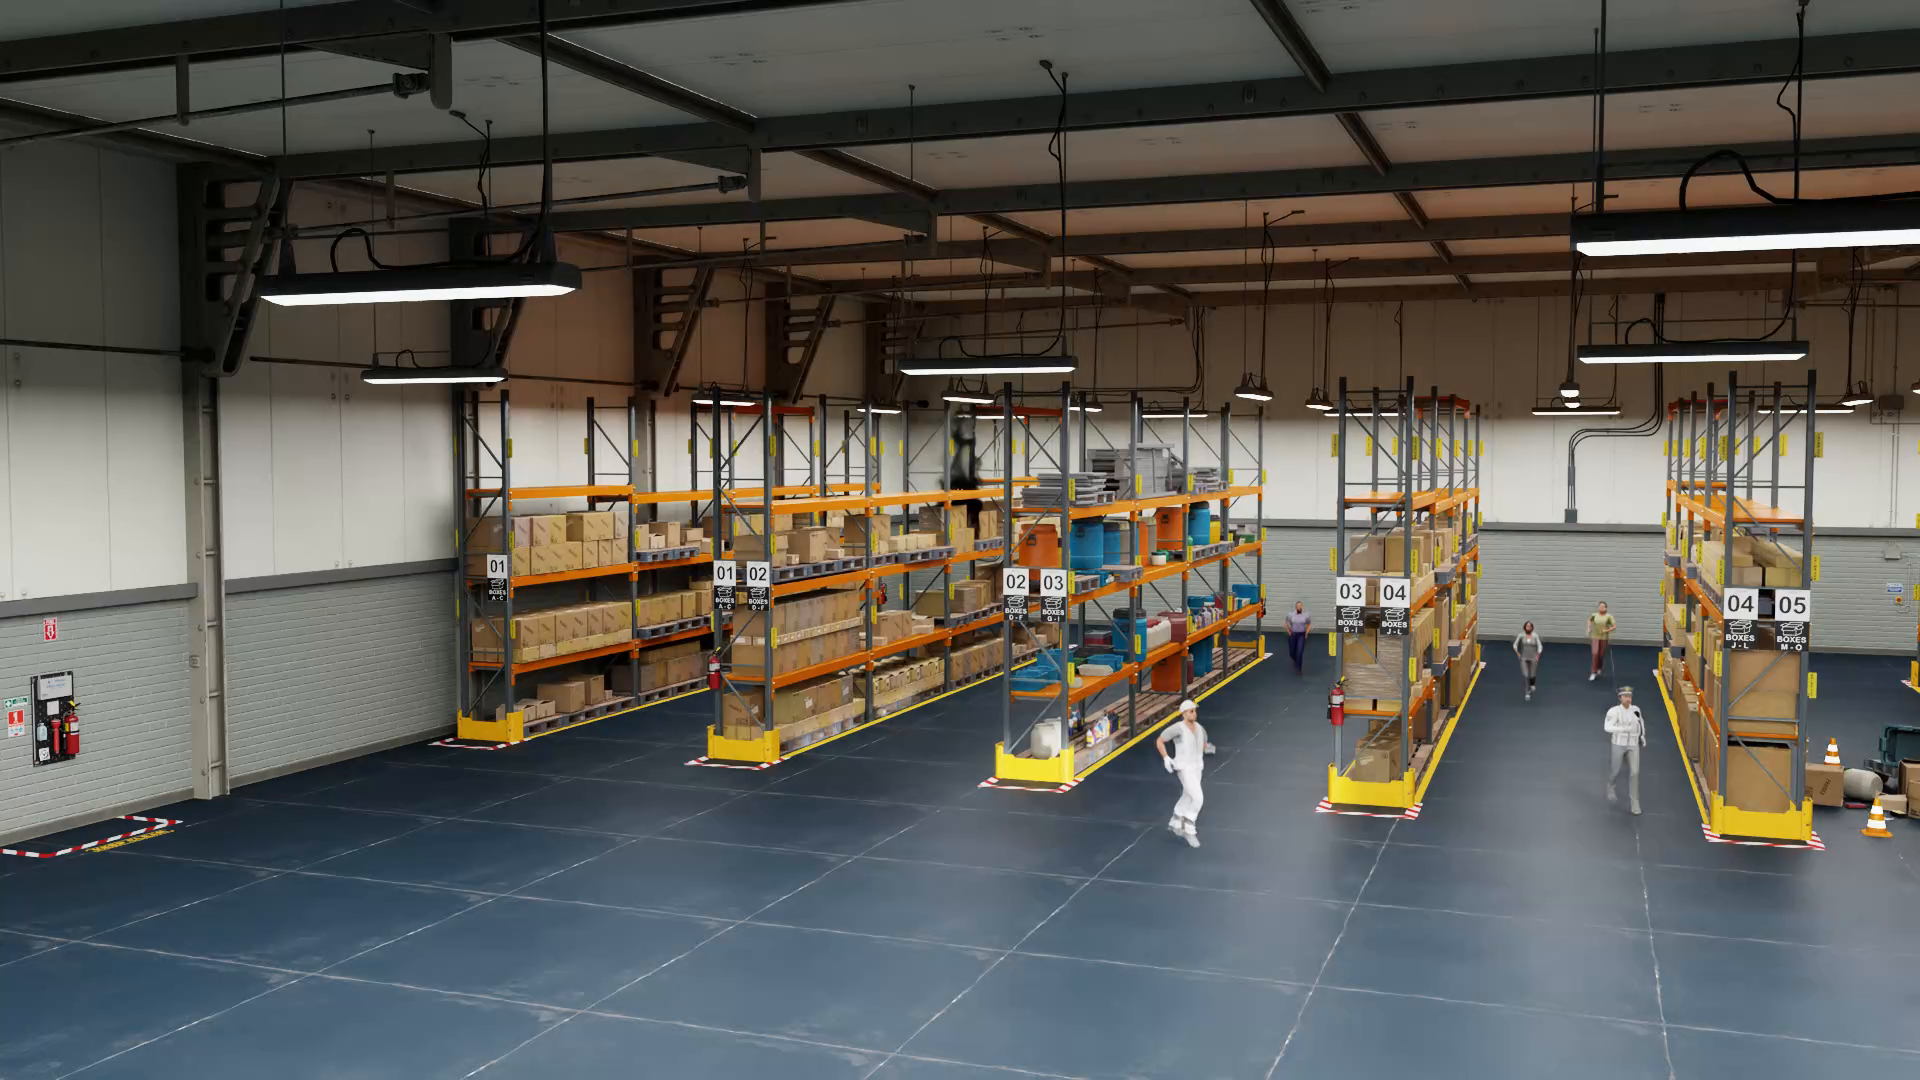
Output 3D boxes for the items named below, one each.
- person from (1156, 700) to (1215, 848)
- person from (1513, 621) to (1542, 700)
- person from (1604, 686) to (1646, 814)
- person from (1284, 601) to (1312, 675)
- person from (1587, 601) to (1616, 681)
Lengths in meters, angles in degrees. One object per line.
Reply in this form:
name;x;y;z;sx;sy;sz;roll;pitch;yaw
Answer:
person;2.903;2.935;21.066;0.647;1.811;0.761;-3;4;-43
person;11.345;2.402;33.269;0.556;1.571;0.533;1;3;18
person;9.210;2.862;23.055;0.575;1.696;0.924;0;3;6
person;7.512;2.179;36.972;0.602;1.616;0.597;1;3;12
person;13.934;2.172;36.127;0.598;1.690;0.918;1;3;23
